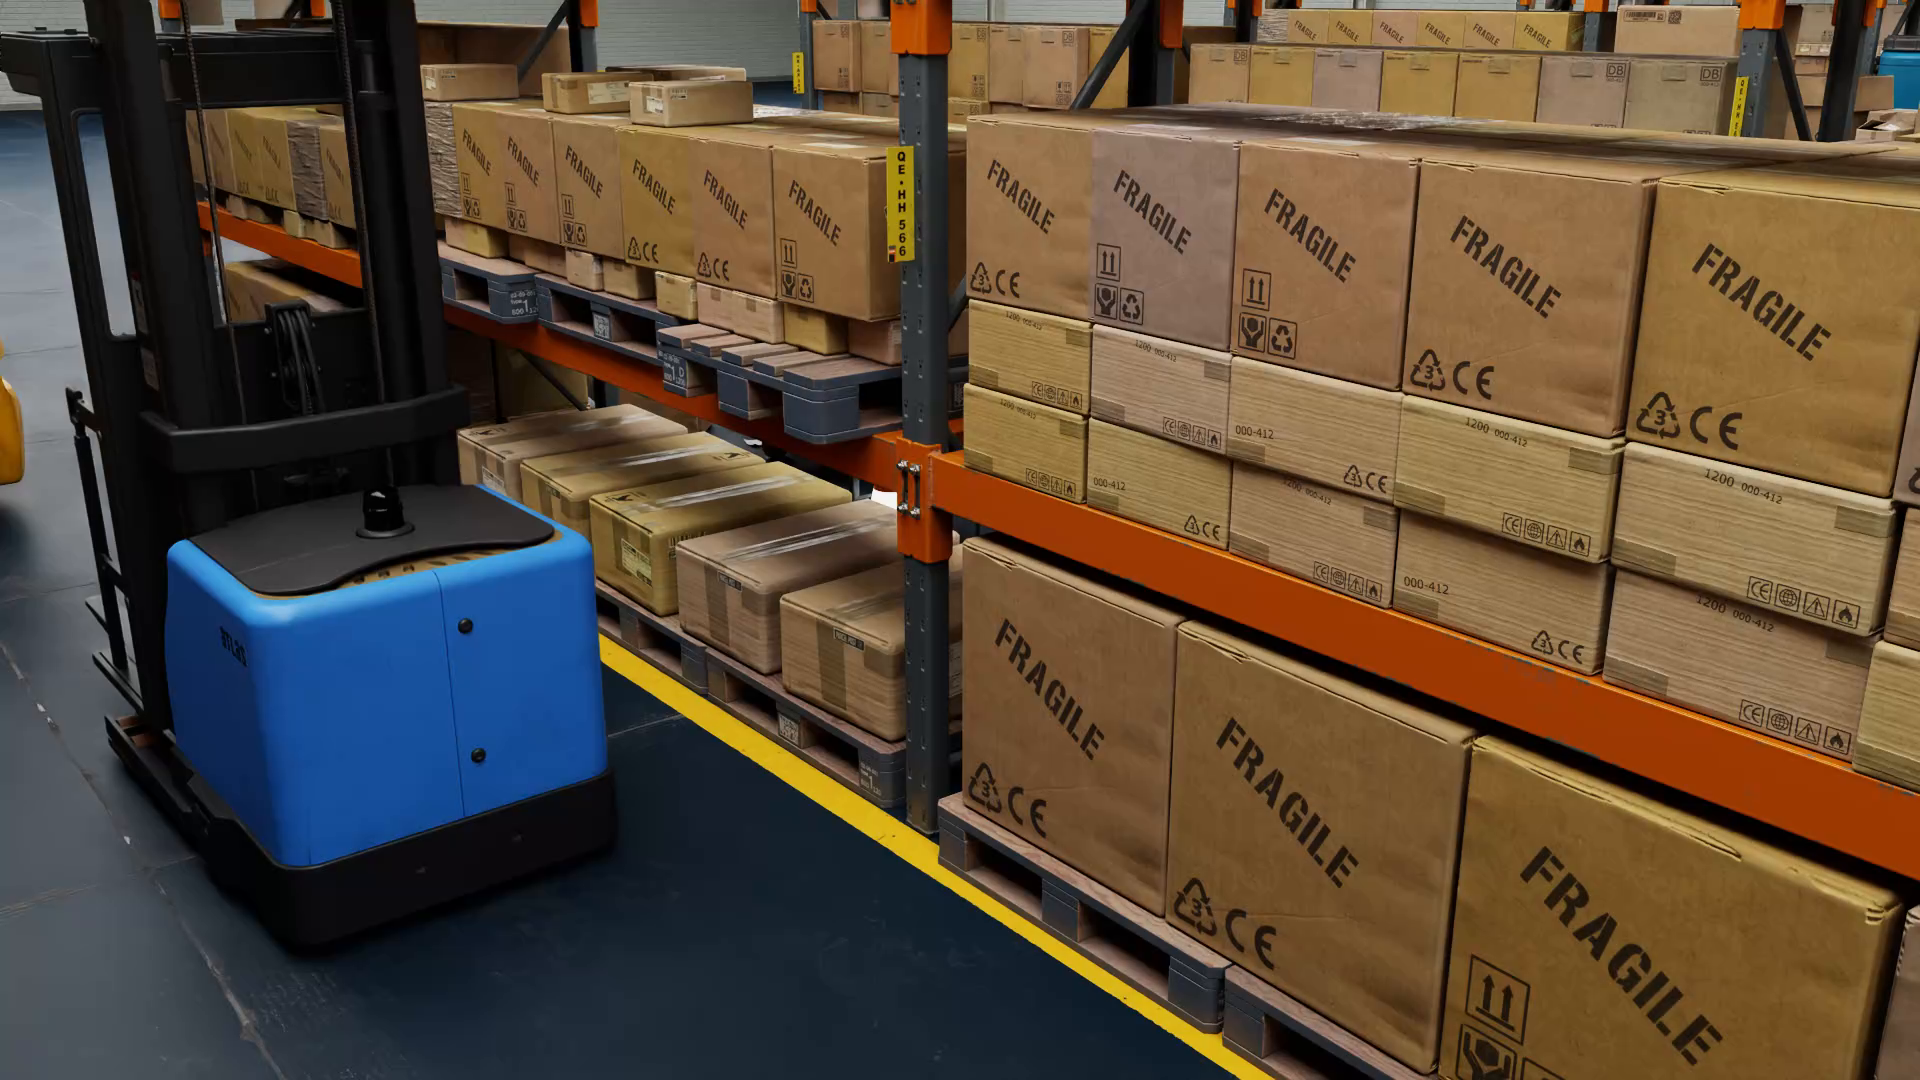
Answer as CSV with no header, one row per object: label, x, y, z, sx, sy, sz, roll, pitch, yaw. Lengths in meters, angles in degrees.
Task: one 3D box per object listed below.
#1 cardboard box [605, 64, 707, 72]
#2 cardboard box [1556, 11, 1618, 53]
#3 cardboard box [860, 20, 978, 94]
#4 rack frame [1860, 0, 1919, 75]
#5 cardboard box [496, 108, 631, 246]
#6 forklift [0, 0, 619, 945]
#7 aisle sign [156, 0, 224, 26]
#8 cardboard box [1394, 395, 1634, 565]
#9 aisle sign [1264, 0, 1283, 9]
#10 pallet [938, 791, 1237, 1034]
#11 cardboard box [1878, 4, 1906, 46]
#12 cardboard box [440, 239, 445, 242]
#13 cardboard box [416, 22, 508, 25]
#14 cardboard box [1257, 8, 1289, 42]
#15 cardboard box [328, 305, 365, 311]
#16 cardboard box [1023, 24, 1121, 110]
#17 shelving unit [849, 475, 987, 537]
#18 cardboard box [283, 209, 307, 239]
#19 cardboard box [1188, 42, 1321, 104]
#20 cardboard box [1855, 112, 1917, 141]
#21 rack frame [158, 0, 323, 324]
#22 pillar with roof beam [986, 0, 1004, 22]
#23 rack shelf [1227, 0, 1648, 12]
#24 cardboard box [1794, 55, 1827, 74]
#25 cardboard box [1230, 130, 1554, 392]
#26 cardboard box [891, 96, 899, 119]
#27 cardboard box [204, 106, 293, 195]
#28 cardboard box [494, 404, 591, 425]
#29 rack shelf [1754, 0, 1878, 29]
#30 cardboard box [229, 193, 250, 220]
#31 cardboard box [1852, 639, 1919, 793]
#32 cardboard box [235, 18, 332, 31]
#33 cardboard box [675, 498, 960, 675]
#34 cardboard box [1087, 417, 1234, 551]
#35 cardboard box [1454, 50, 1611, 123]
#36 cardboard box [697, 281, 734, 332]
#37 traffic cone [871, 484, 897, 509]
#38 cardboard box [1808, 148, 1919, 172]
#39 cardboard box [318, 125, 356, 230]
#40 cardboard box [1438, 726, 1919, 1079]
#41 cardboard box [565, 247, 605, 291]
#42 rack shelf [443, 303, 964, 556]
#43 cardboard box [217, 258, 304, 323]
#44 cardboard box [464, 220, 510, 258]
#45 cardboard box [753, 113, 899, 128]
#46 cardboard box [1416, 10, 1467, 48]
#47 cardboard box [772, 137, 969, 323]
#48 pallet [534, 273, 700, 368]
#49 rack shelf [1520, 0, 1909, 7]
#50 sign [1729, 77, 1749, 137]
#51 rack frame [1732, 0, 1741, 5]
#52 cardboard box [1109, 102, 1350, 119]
cardboard box,-1.330,-2.008,7.322,0.380,0.149,0.250,-15,23,-38
cardboard box,5.456,-4.307,14.375,0.500,0.500,0.500,-14,23,-36
cardboard box,-0.284,-3.893,13.391,0.875,0.550,0.550,-14,23,-36
rack frame,9.419,-4.450,17.029,1.000,3.000,0.127,-14,23,-36
cardboard box,-1.558,-1.518,6.874,0.500,0.500,0.500,-14,23,-36
forklift,-2.414,-0.640,5.632,1.130,2.935,3.031,-15,23,-37
aisle sign,-4.997,-3.723,10.700,0.394,0.787,0.004,-14,23,-36
cardboard box,1.297,-0.176,3.566,0.500,0.250,0.500,-13,23,-35
aisle sign,3.249,-5.777,16.901,0.394,0.787,0.004,-14,23,-36
pallet,0.682,0.969,5.099,1.003,0.211,1.213,-14,23,-36
cardboard box,12.089,-6.558,21.173,0.700,0.500,0.500,-14,23,-36
cardboard box,-2.671,-1.449,8.367,0.380,0.149,0.250,-14,23,-37
cardboard box,-2.926,-2.622,9.287,0.700,0.500,0.500,-15,23,-37
cardboard box,3.181,-4.943,16.297,0.500,0.500,0.500,-14,23,-36
cardboard box,-3.127,-1.017,9.176,0.500,0.500,0.500,-13,23,-35
cardboard box,0.951,-3.334,11.704,0.875,0.550,0.550,-14,23,-36
shelving unit,-0.042,-0.740,8.188,0.538,1.500,1.048,-14,24,-37
cardboard box,-3.628,-1.824,9.500,0.380,0.149,0.250,-14,23,-36
cardboard box,1.898,-2.941,10.722,0.700,0.500,0.500,-14,23,-37
cardboard box,6.773,-2.991,12.170,0.396,0.266,0.258,-15,23,-38
rack frame,-4.716,-2.535,11.245,1.000,3.000,0.127,-14,23,-36
pillar with roof beam,-2.462,-15.287,40.213,9.100,9.000,0.400,-14,23,-36
rack shelf,4.294,-5.058,15.239,1.077,0.370,4.000,-14,23,-36
cardboard box,11.430,-6.203,22.164,0.700,0.500,0.500,-13,22,-35
cardboard box,0.991,-0.665,3.850,0.500,0.500,0.500,-13,22,-35
cardboard box,-0.024,-3.220,13.078,0.875,0.550,0.550,-14,23,-36
cardboard box,-4.315,-2.425,10.283,0.500,0.500,0.500,-13,22,-34
cardboard box,-2.387,-0.641,9.233,0.500,0.250,0.500,-15,24,-39
rack shelf,5.311,-2.144,6.438,1.077,0.370,4.000,-14,23,-36
cardboard box,-4.277,-2.079,10.269,0.380,0.149,0.250,-14,23,-35
cardboard box,1.943,0.306,2.904,0.500,0.250,0.500,-14,23,-37
cardboard box,-4.227,-3.115,10.774,0.700,0.500,0.500,-15,23,-37
cardboard box,-0.556,0.163,6.610,0.950,0.372,0.625,-15,23,-37
cardboard box,0.691,-0.199,4.431,0.500,0.250,0.500,-15,23,-38
cardboard box,3.163,-2.439,9.208,0.700,0.500,0.500,-14,23,-37
cardboard box,-0.701,-0.847,5.881,0.380,0.149,0.250,-15,24,-39
traffic cone,-0.365,-0.312,8.570,0.336,0.463,0.334,-14,23,-36
cardboard box,2.040,-0.508,3.376,0.500,0.500,0.500,-15,23,-37
cardboard box,-3.028,-1.924,8.769,0.500,0.500,0.500,-13,22,-34
cardboard box,1.720,0.873,3.665,0.875,0.875,0.875,-13,22,-35
cardboard box,-1.349,-1.105,6.658,0.380,0.149,0.250,-13,22,-34
rack shelf,-0.990,-0.715,6.893,1.077,0.370,4.000,-14,23,-36
cardboard box,-4.416,-1.526,10.713,0.500,0.500,0.500,-15,23,-38
cardboard box,-1.989,-1.368,7.453,0.380,0.149,0.250,-13,23,-35
cardboard box,-0.511,-1.364,6.410,0.500,0.500,0.500,-14,23,-35
cardboard box,4.420,-4.450,14.807,0.500,0.500,0.500,-14,23,-36
cardboard box,-0.249,-1.009,5.338,0.500,0.500,0.500,-15,23,-38
pallet,-1.010,-0.952,6.771,1.003,0.211,1.213,-14,23,-36
rack shelf,8.177,-6.025,18.159,1.077,0.370,4.000,-14,23,-36
sign,3.636,-1.995,7.773,0.100,0.325,0.005,-14,23,-36
rack frame,10.820,-6.401,22.922,1.000,3.000,0.127,-14,23,-36
cardboard box,0.777,-1.009,4.888,0.500,0.500,0.500,-15,23,-38
